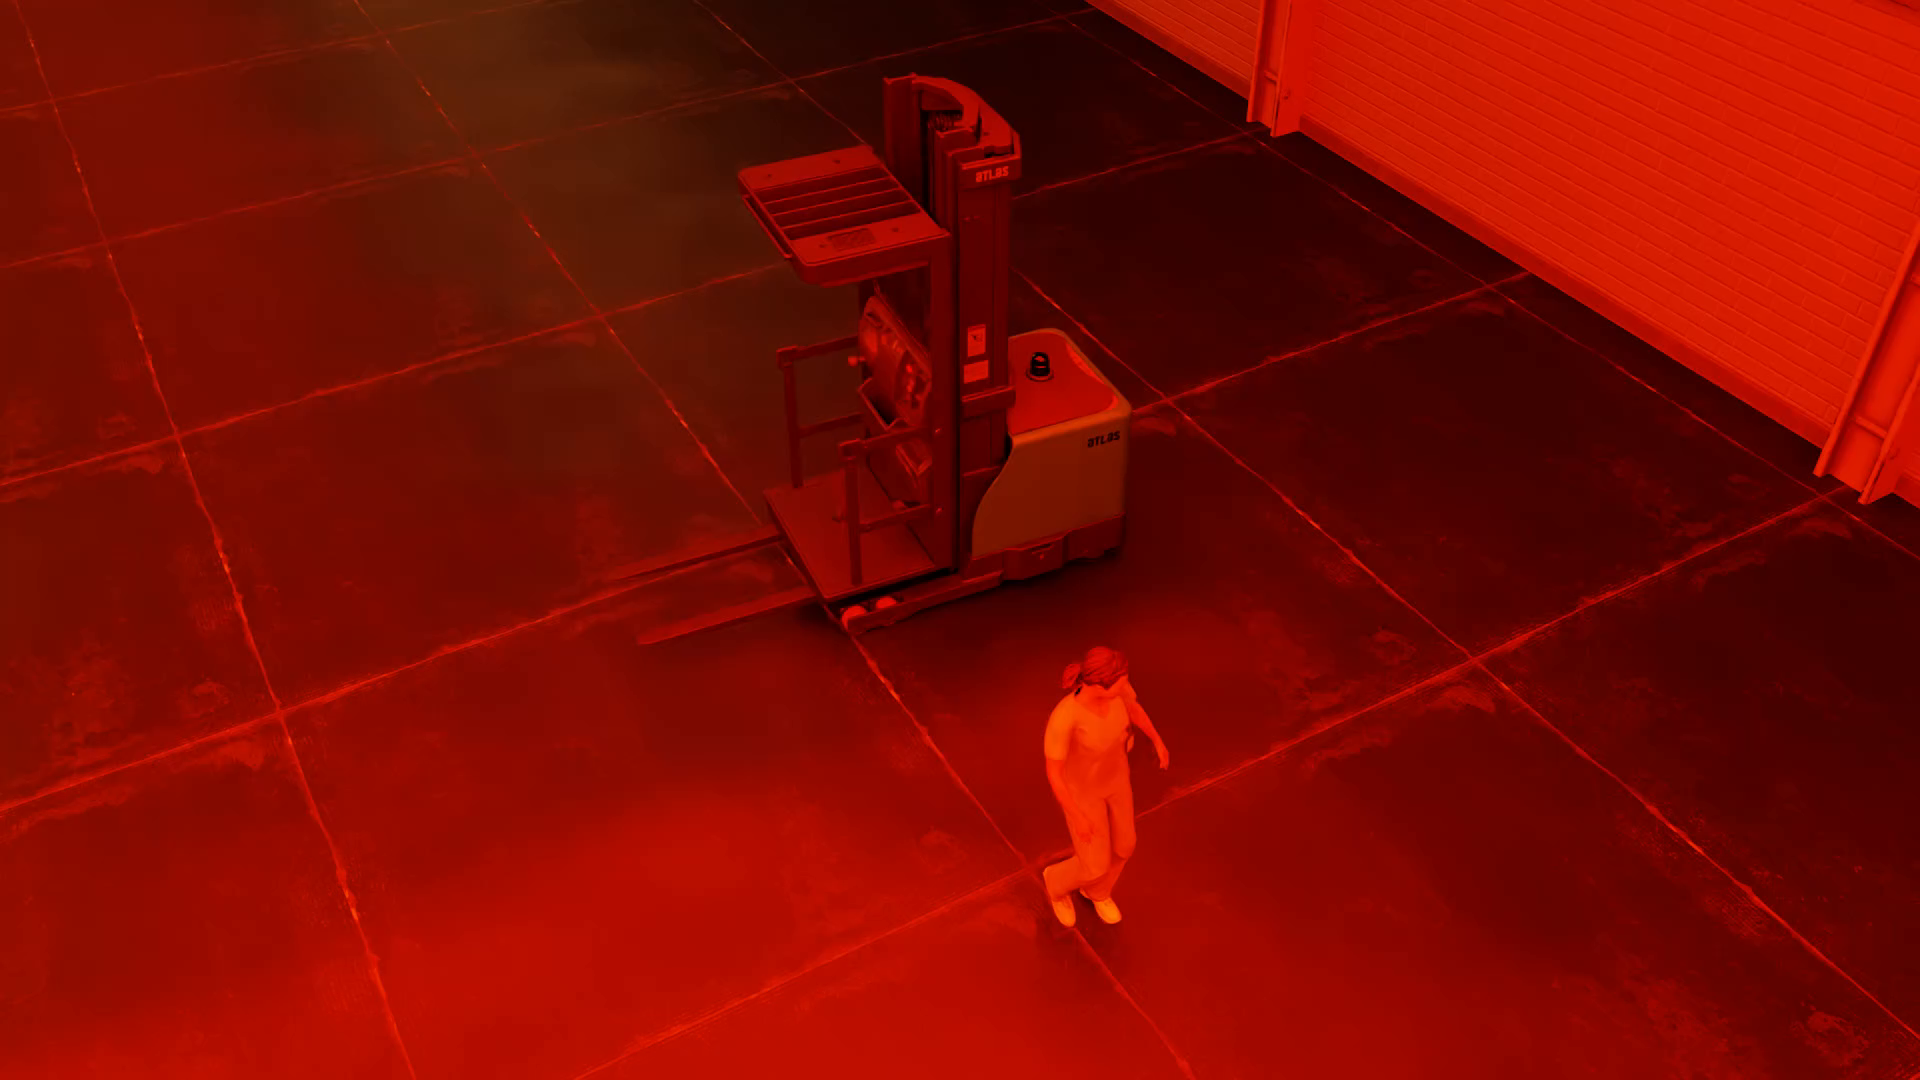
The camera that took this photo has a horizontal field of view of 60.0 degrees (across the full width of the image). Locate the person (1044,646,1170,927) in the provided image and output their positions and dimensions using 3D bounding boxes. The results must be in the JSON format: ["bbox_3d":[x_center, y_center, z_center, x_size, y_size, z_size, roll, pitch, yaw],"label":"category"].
[{"bbox_3d":[0.679,1.130,7.684,0.689,1.651,0.473,-24,46,-27],"label":"person"}]

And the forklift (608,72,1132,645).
[{"bbox_3d":[-0.550,-0.964,9.198,3.031,2.935,1.130,-16,42,-18],"label":"forklift"}]
